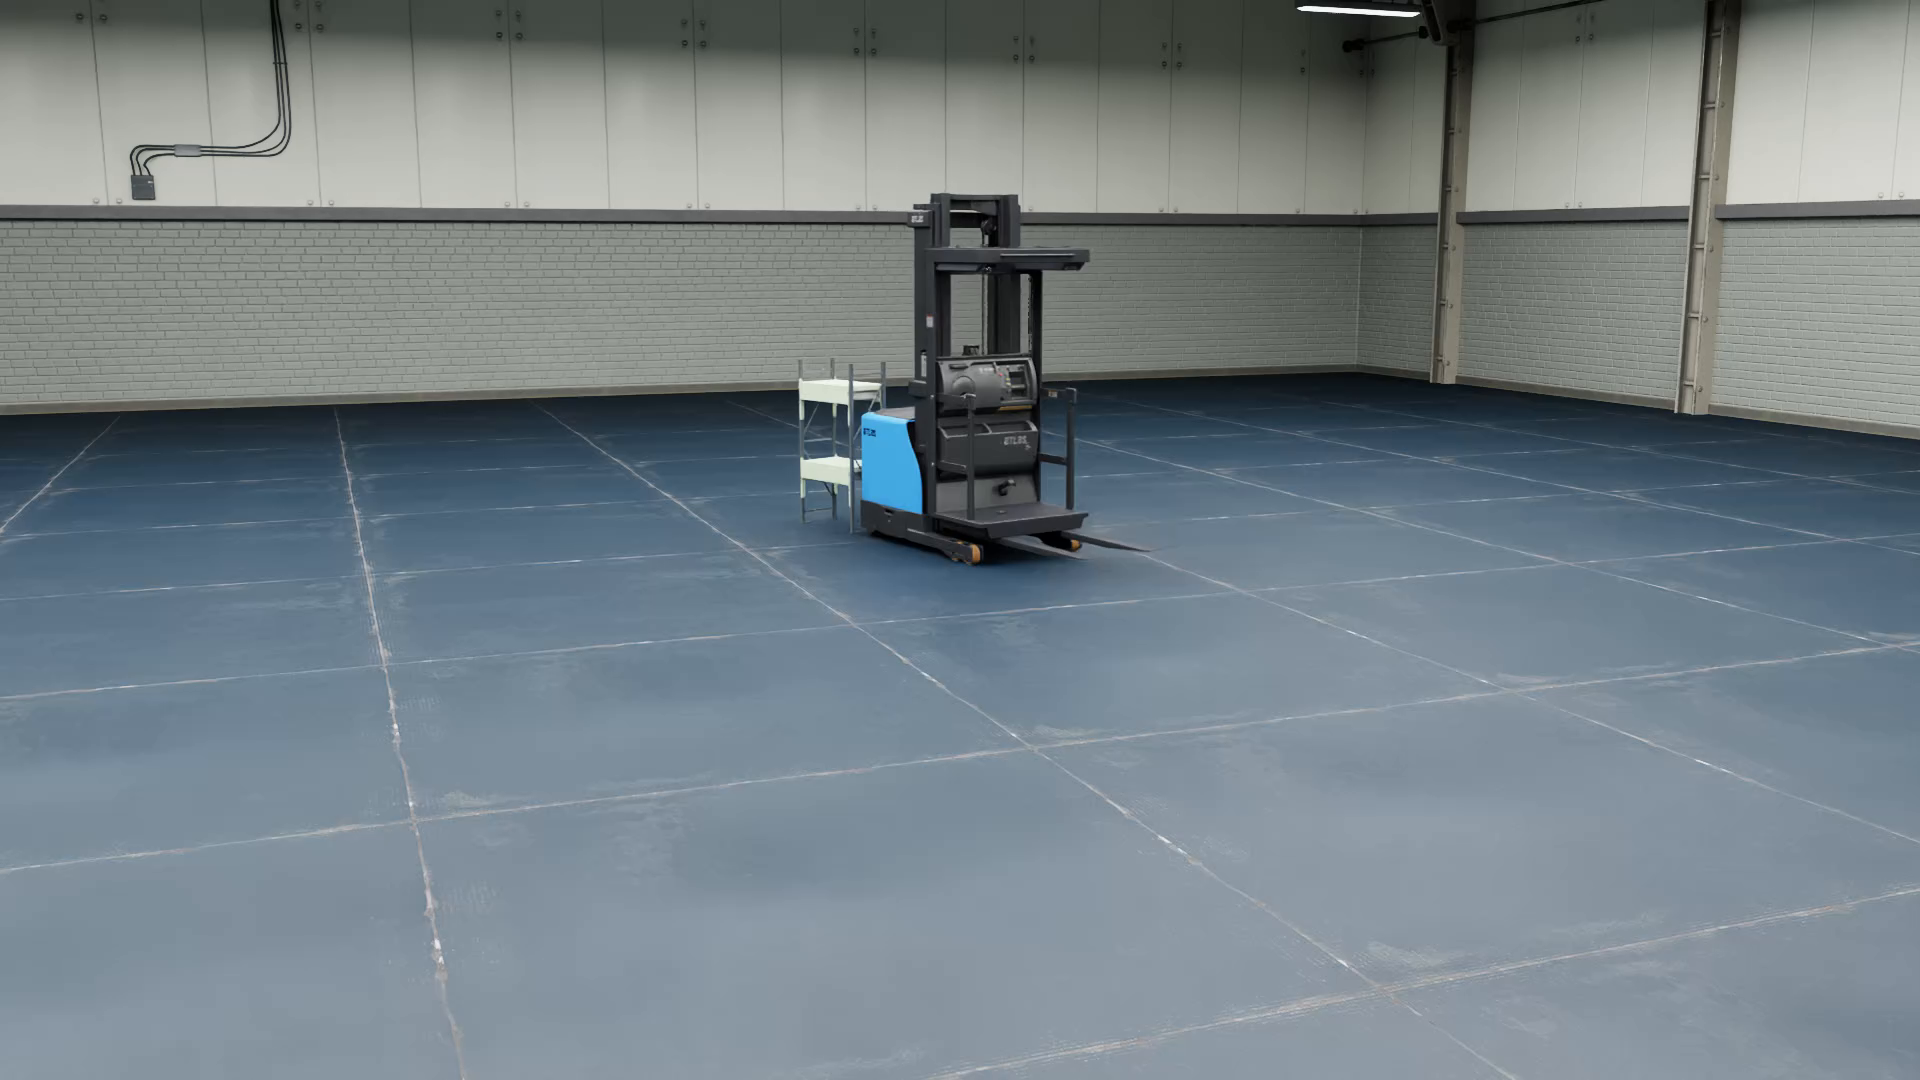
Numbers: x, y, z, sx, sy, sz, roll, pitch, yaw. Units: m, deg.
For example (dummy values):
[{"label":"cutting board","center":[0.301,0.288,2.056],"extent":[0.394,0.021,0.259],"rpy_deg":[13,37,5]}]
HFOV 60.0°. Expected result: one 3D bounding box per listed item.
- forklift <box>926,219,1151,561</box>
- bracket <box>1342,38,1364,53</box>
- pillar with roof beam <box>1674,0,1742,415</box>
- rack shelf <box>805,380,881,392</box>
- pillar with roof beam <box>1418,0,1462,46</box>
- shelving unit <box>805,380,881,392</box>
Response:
[{"label":"forklift","center":[0.587,-1.174,13.219],"extent":[1.118,2.733,2.170],"rpy_deg":[-7,12,-33]},{"label":"bracket","center":[7.594,-9.539,32.076],"extent":[0.235,0.232,0.430],"rpy_deg":[-4,11,-21]},{"label":"pillar with roof beam","center":[7.096,-6.083,22.920],"extent":[9.100,9.000,0.548],"rpy_deg":[-4,11,-21]},{"label":"rack shelf","center":[-1.063,-1.385,14.934],"extent":[0.368,0.052,0.686],"rpy_deg":[-9,14,-41]},{"label":"pillar with roof beam","center":[4.743,-10.010,27.831],"extent":[8.718,2.987,0.548],"rpy_deg":[-4,11,-21]},{"label":"shelving unit","center":[-1.063,-1.385,14.934],"extent":[0.368,0.052,0.686],"rpy_deg":[-9,14,-41]}]
